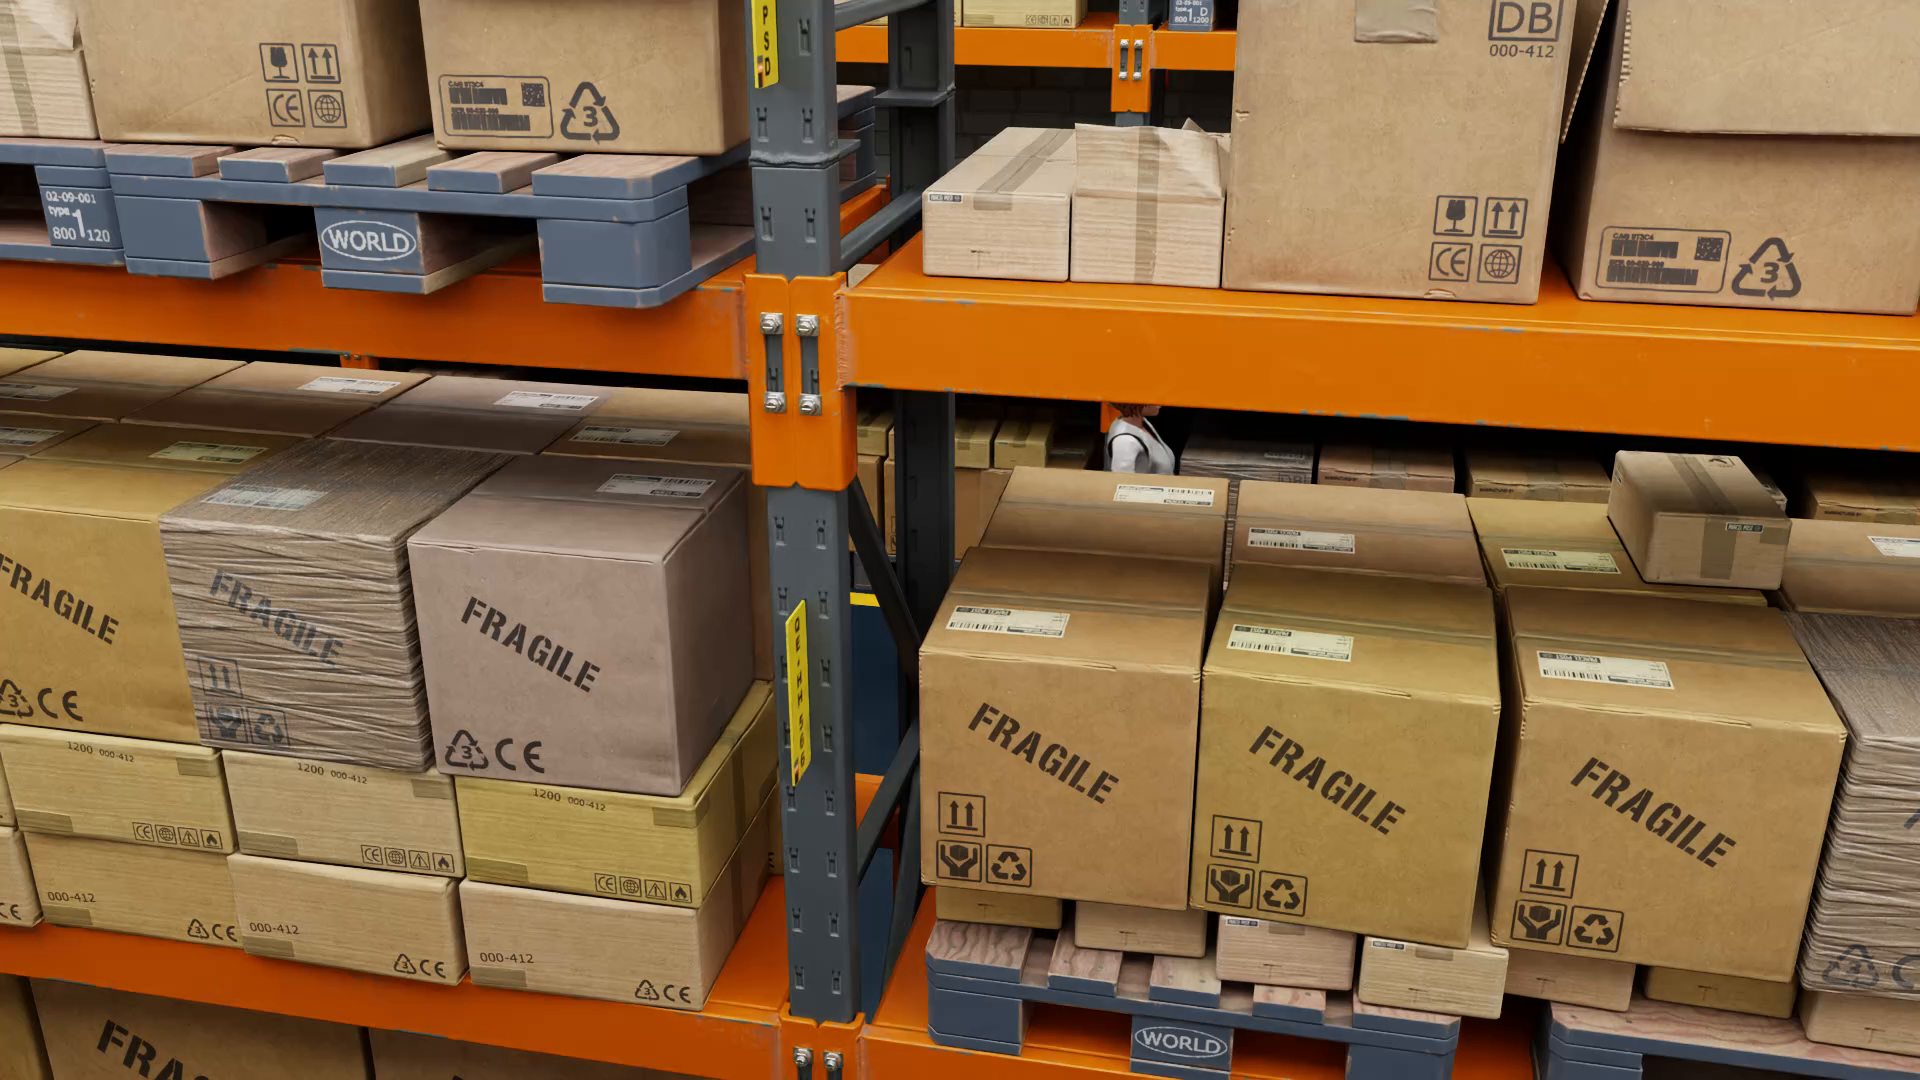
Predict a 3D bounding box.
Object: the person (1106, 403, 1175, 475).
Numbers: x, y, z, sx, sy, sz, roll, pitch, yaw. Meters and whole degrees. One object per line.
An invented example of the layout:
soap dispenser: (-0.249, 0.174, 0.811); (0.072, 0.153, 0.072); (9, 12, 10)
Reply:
person: (0.750, 0.028, 7.005); (0.639, 1.592, 0.433); (5, 22, 12)
